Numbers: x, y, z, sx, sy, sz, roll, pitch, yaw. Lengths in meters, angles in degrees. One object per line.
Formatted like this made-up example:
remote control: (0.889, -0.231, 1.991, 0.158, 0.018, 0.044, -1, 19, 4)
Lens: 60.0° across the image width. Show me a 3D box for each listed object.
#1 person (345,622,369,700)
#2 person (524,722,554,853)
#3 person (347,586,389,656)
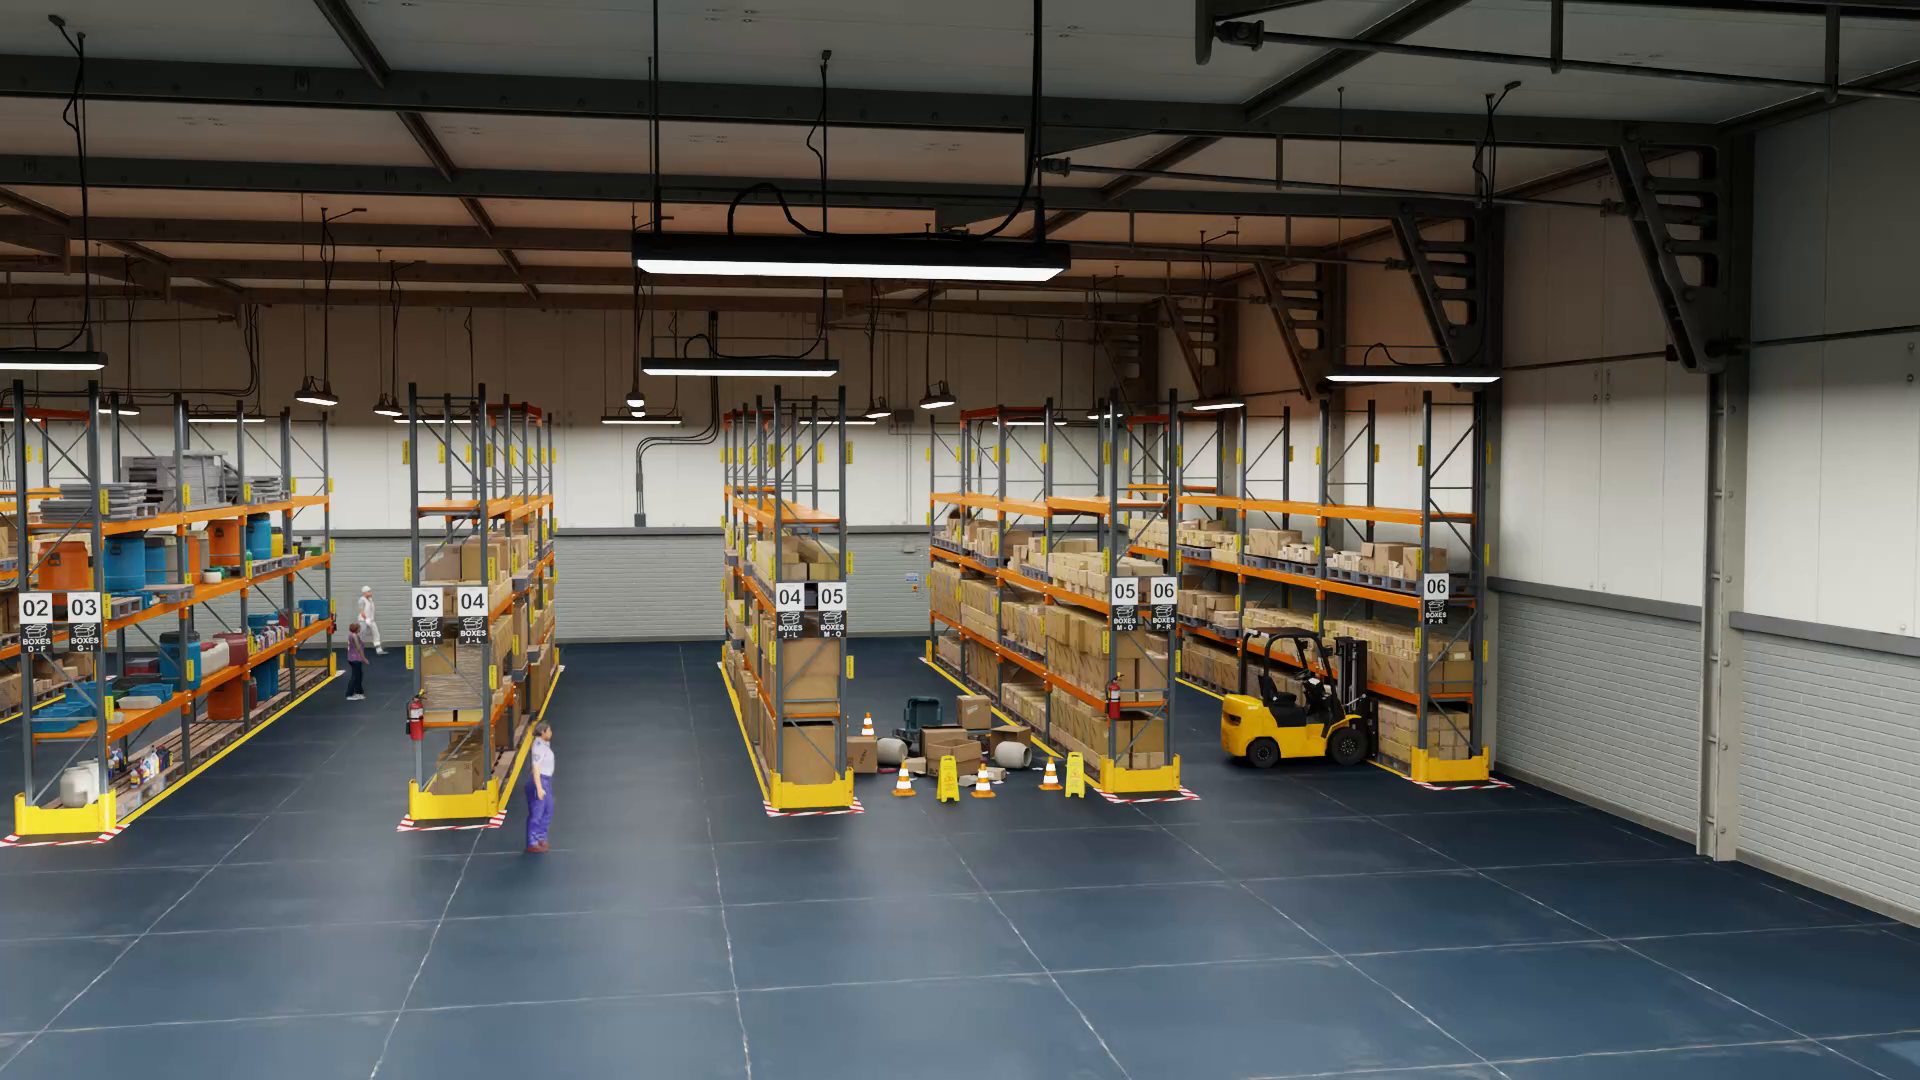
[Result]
person: (-12.325, 2.497, 34.003, 0.474, 1.643, 0.583, 2, 4, 38)
person: (-5.326, 3.152, 21.070, 0.371, 1.680, 0.564, -1, 3, -10)
person: (-14.812, 2.031, 41.573, 1.044, 1.750, 0.571, 1, 3, 10)
